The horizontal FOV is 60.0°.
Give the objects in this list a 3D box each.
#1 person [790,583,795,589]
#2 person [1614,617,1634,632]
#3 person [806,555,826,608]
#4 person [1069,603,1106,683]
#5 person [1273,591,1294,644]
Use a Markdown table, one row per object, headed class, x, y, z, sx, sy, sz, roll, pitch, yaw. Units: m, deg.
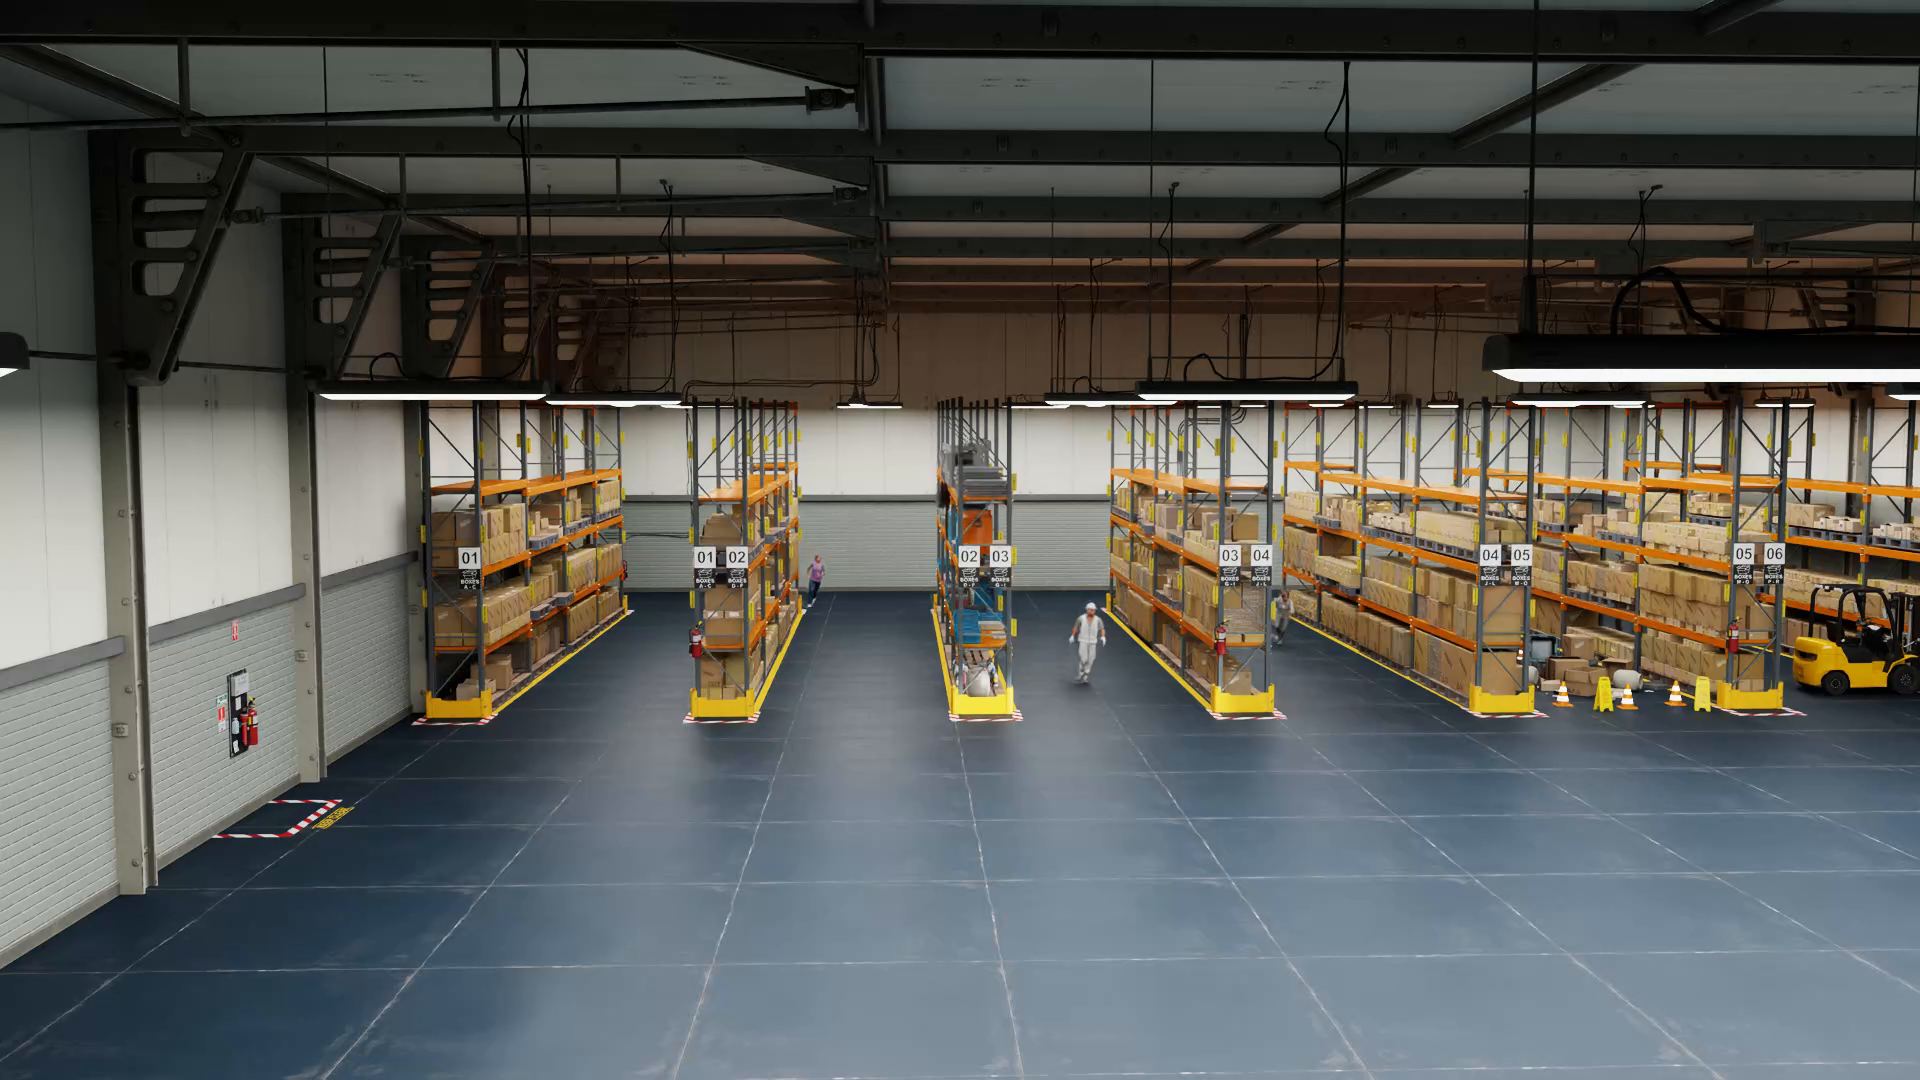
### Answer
| class | x | y | z | sx | sy | sz | roll | pitch | yaw |
| --- | --- | --- | --- | --- | --- | --- | --- | --- | --- |
| person | -5.074 | 1.105 | 48.353 | 0.964 | 1.764 | 0.719 | 0 | 4 | -2 |
| person | 17.200 | 1.576 | 42.949 | 0.656 | 1.679 | 0.794 | -2 | 5 | -22 |
| person | -4.204 | 1.190 | 48.662 | 0.591 | 1.550 | 0.817 | 0 | 4 | -2 |
| person | 2.692 | 2.158 | 34.744 | 0.667 | 1.724 | 0.793 | -1 | 4 | -10 |
| person | 7.881 | 1.902 | 40.582 | 0.549 | 1.356 | 0.924 | 1 | 5 | 13 |
